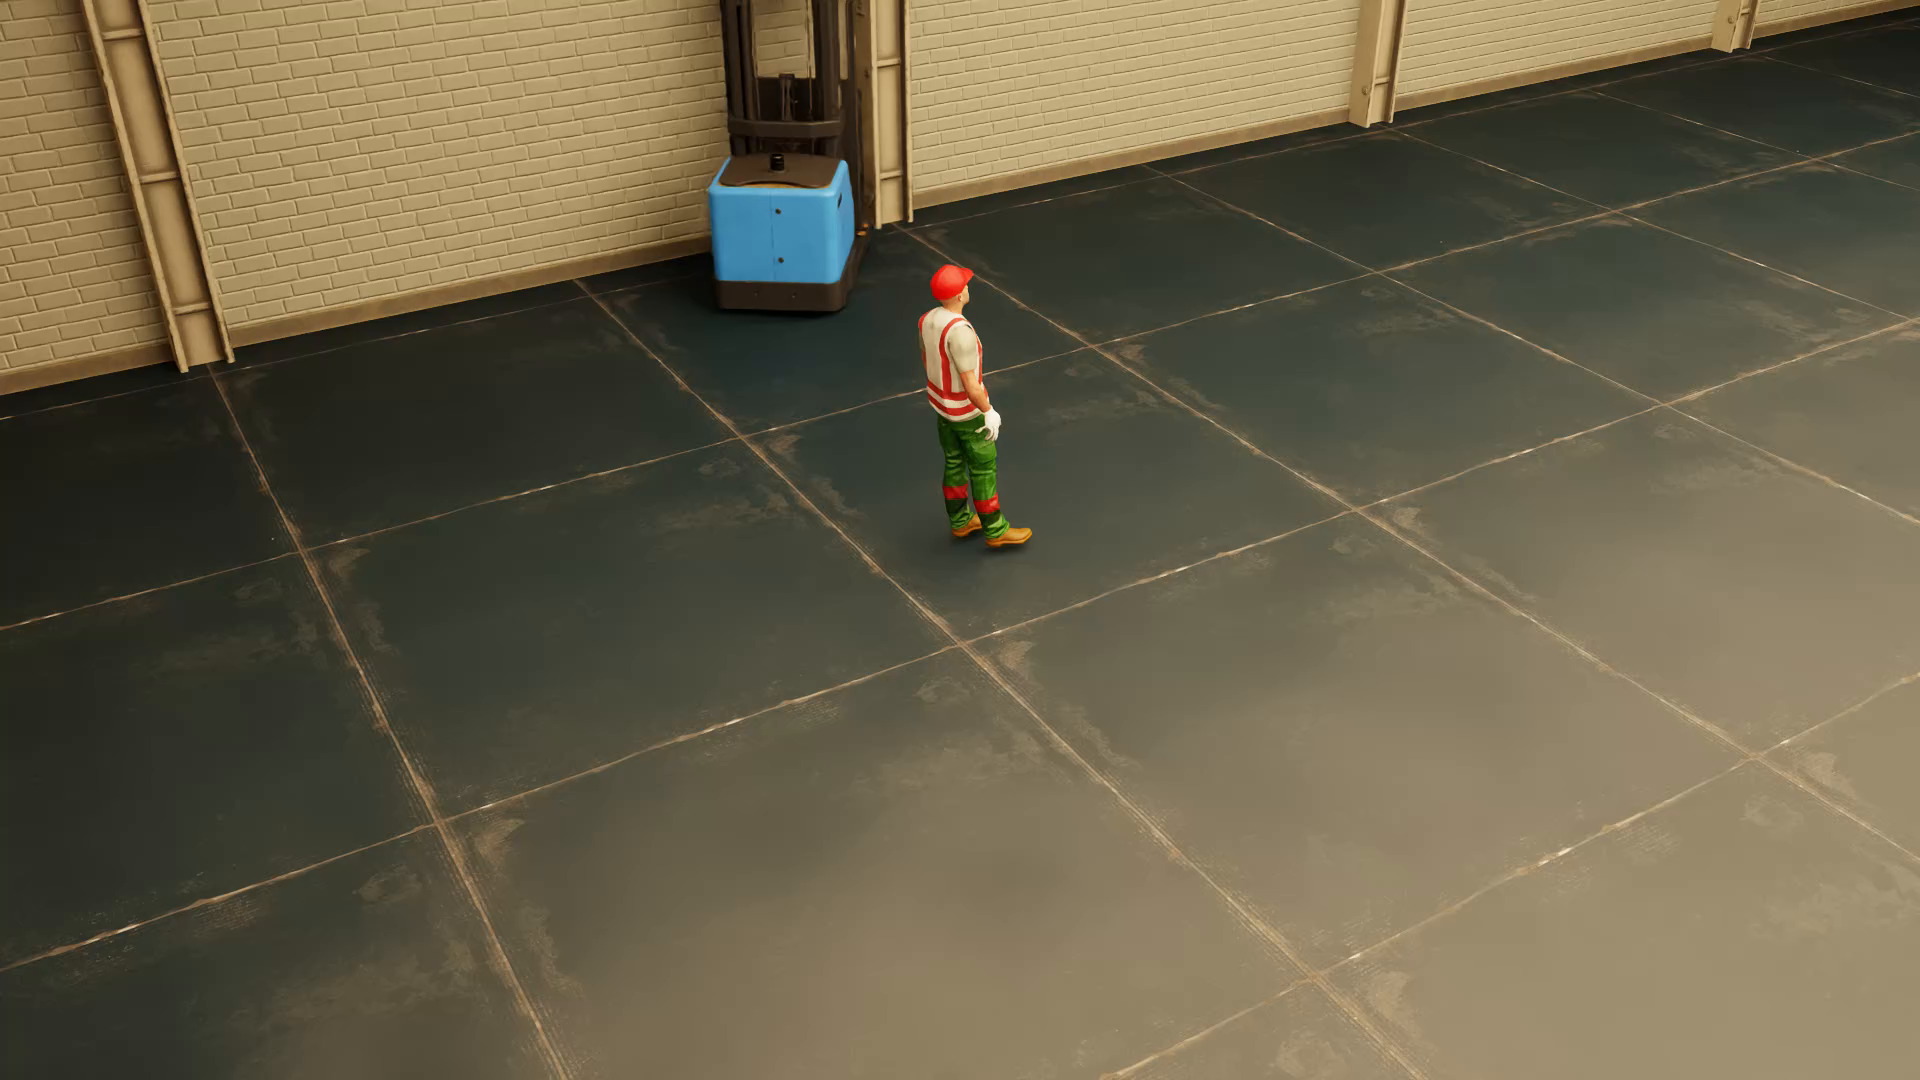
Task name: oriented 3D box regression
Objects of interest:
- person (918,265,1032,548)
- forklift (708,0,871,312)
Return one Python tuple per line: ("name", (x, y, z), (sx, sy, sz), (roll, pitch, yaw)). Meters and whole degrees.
("person", (0.075, -0.824, 10.042), (0.564, 1.787, 0.637), (-17, 35, -26))
("forklift", (-1.379, -3.832, 14.047), (1.130, 2.935, 3.031), (2, 31, 3))
